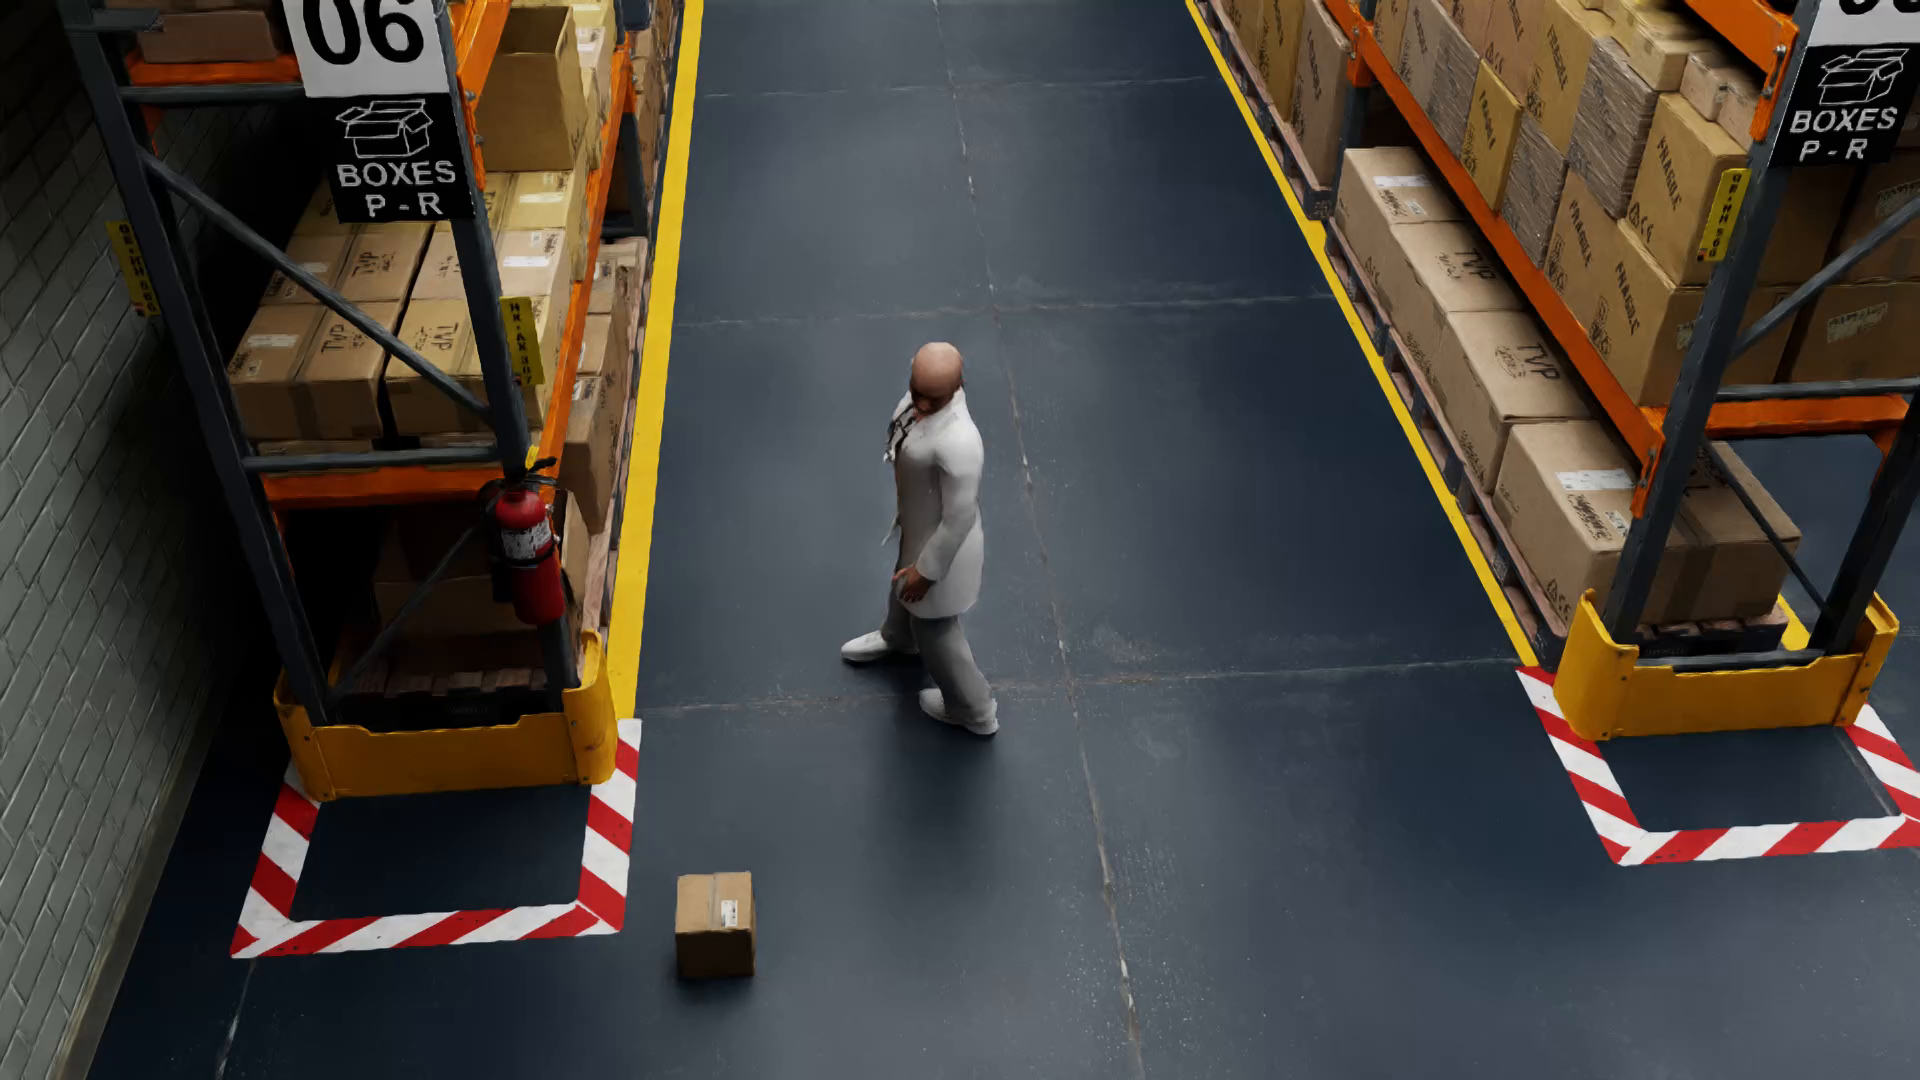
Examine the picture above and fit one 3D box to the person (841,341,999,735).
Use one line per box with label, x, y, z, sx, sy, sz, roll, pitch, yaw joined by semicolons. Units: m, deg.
person;-0.169;-0.037;6.239;0.619;1.774;0.682;-3;39;-3
